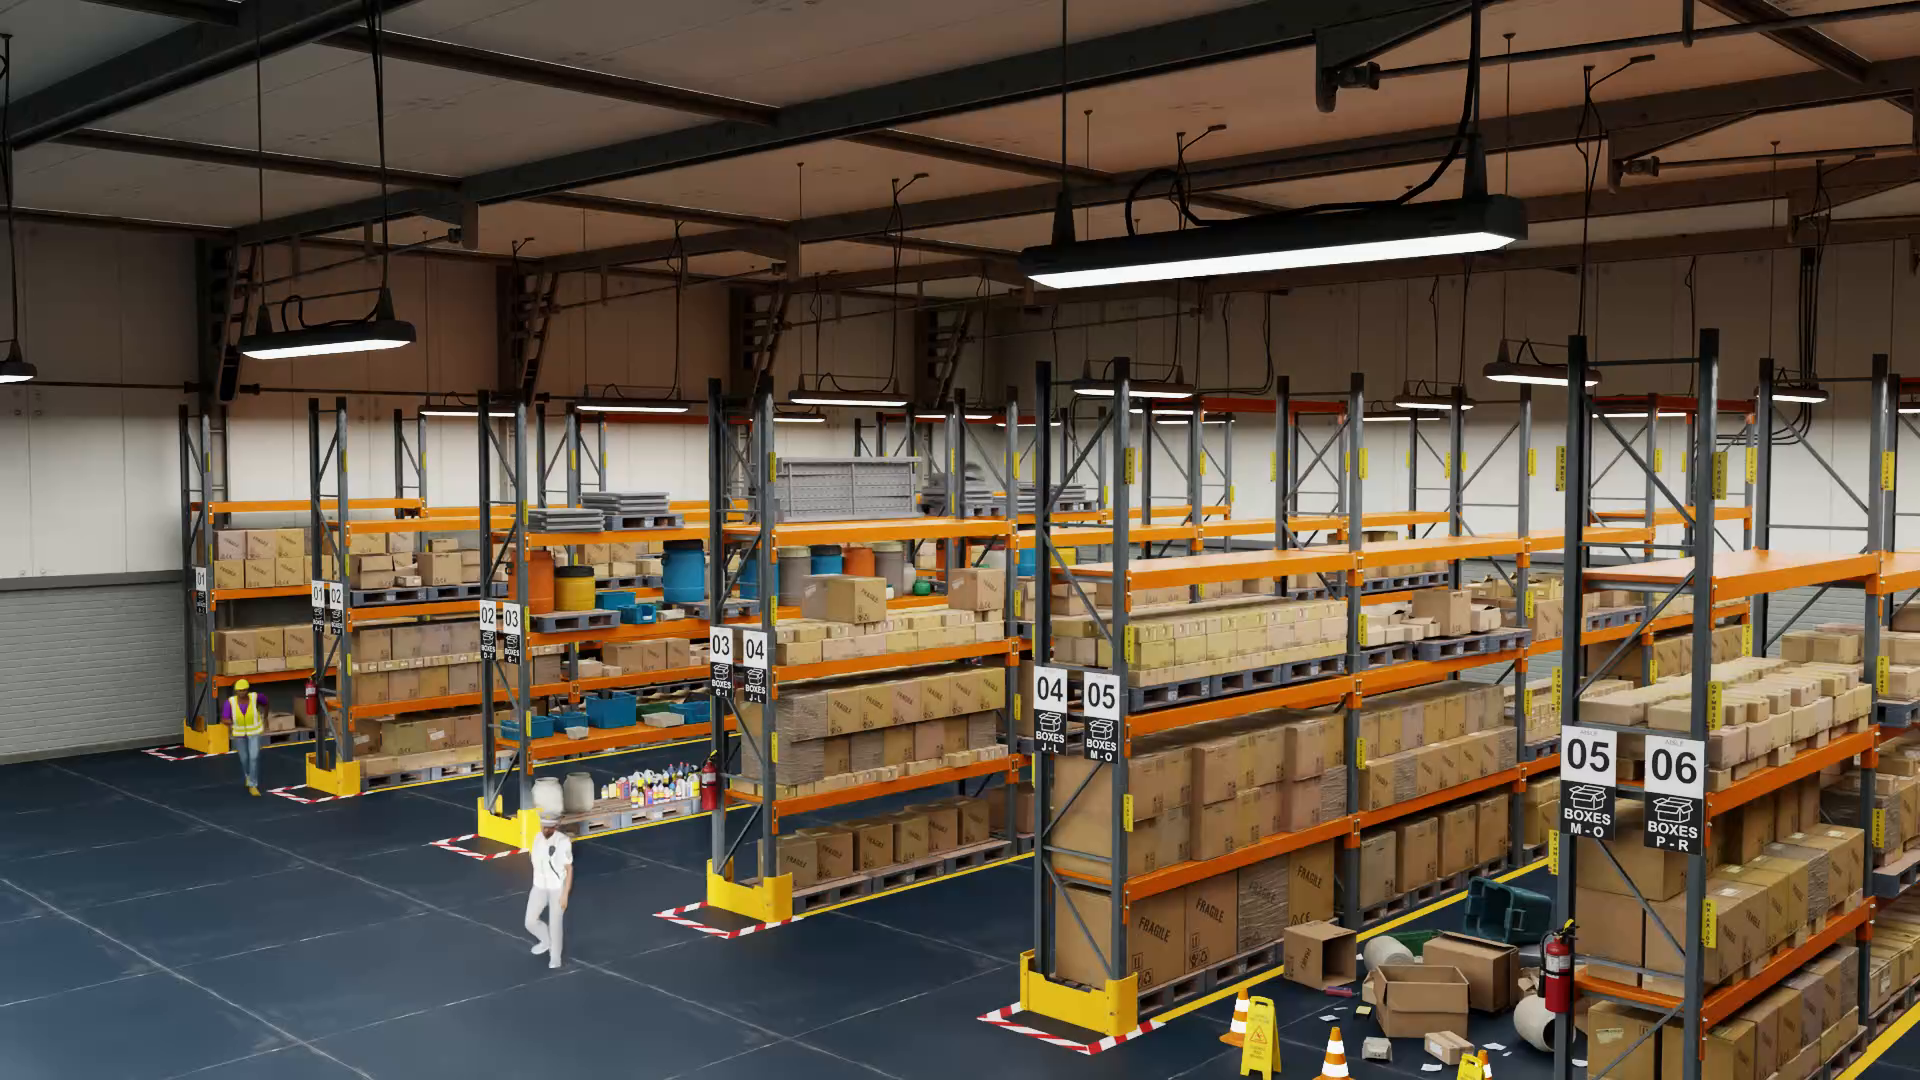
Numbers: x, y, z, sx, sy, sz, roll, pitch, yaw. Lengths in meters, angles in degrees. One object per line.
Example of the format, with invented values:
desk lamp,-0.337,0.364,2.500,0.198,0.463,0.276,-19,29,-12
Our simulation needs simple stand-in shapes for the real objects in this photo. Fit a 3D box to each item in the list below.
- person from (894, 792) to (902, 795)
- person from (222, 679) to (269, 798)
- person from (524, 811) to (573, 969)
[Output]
person,-0.960,3.022,25.228,0.662,1.668,0.779,0,3,3
person,-10.834,2.966,25.226,0.624,1.757,0.982,-1,3,-13
person,-4.106,3.483,16.654,0.613,1.632,0.557,1,3,16
